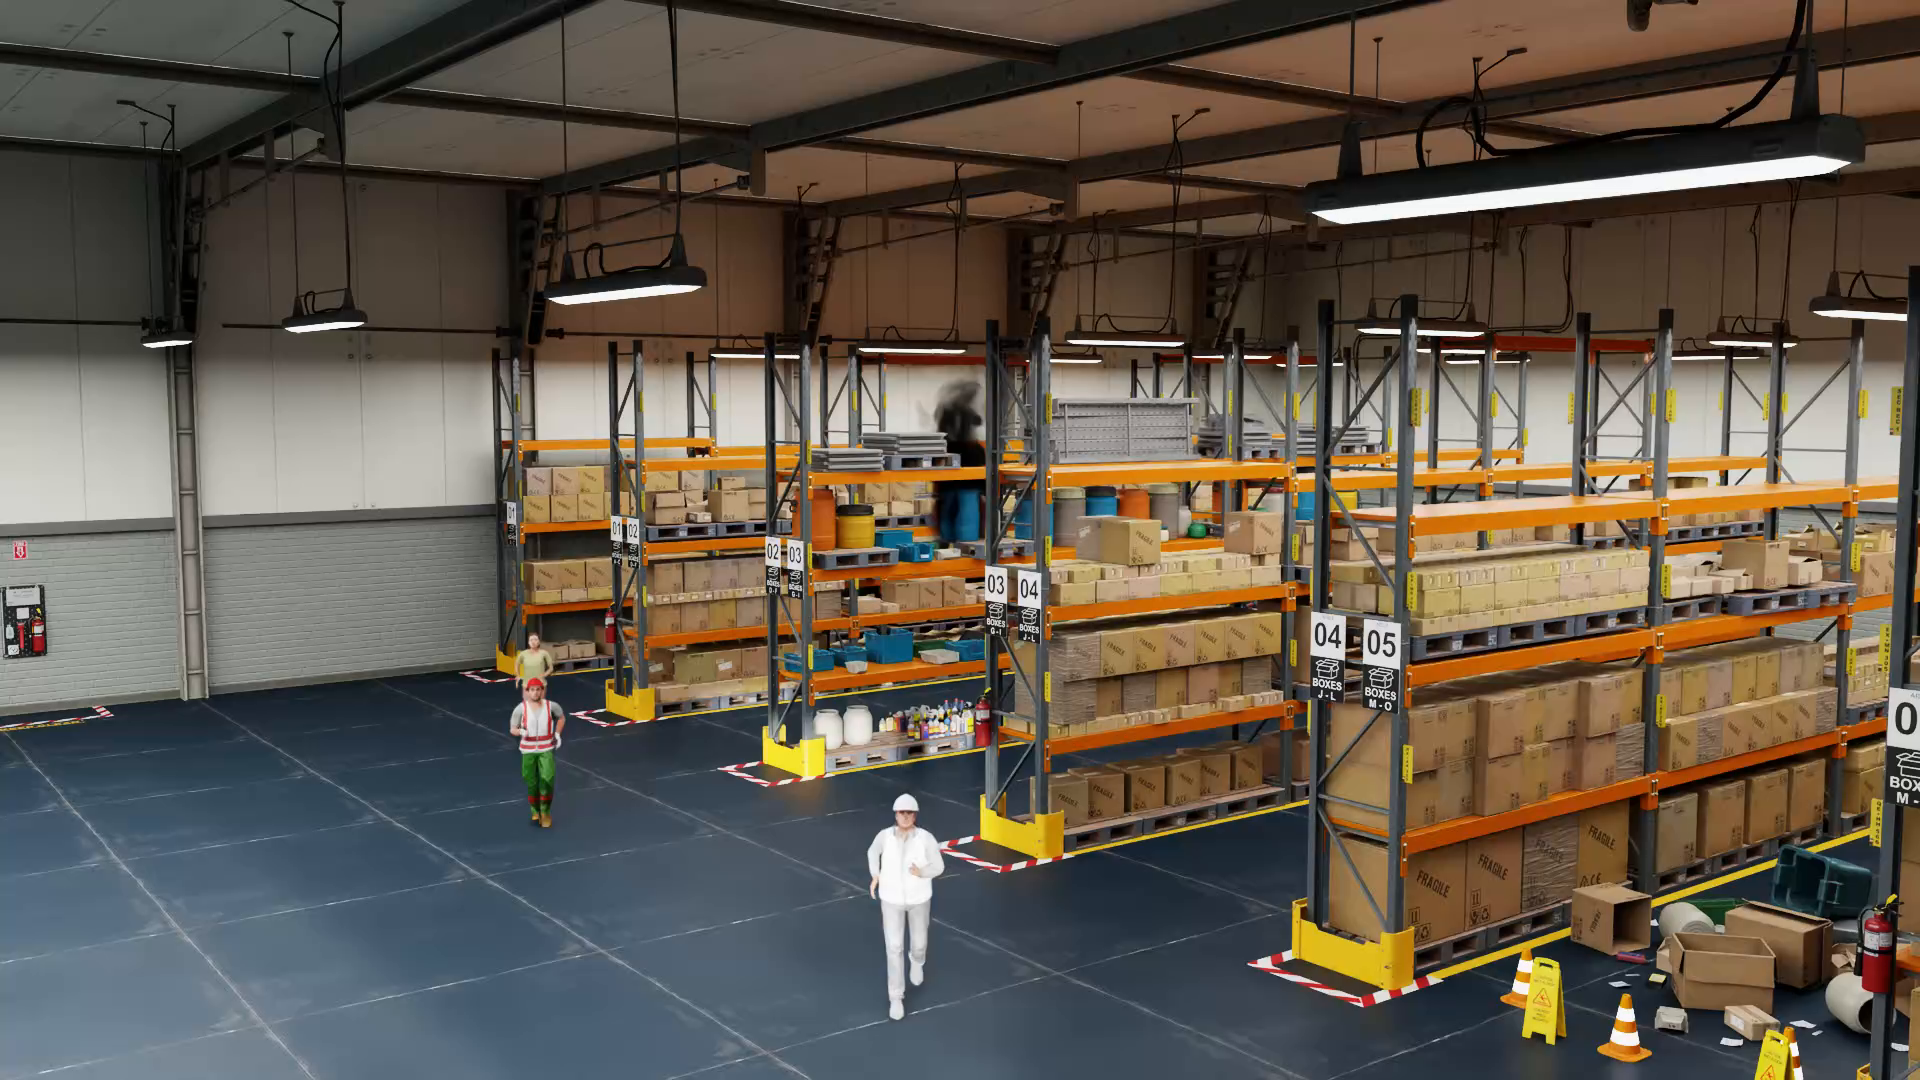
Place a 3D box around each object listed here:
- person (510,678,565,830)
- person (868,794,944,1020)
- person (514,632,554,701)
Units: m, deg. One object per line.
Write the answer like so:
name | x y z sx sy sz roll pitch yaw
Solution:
person | -5.016 2.544 19.770 0.635 1.809 0.681 -1 5 -13
person | -0.459 3.025 14.044 0.655 1.763 0.964 0 5 -1
person | -6.327 2.185 24.704 0.583 1.626 0.542 -1 5 -11
